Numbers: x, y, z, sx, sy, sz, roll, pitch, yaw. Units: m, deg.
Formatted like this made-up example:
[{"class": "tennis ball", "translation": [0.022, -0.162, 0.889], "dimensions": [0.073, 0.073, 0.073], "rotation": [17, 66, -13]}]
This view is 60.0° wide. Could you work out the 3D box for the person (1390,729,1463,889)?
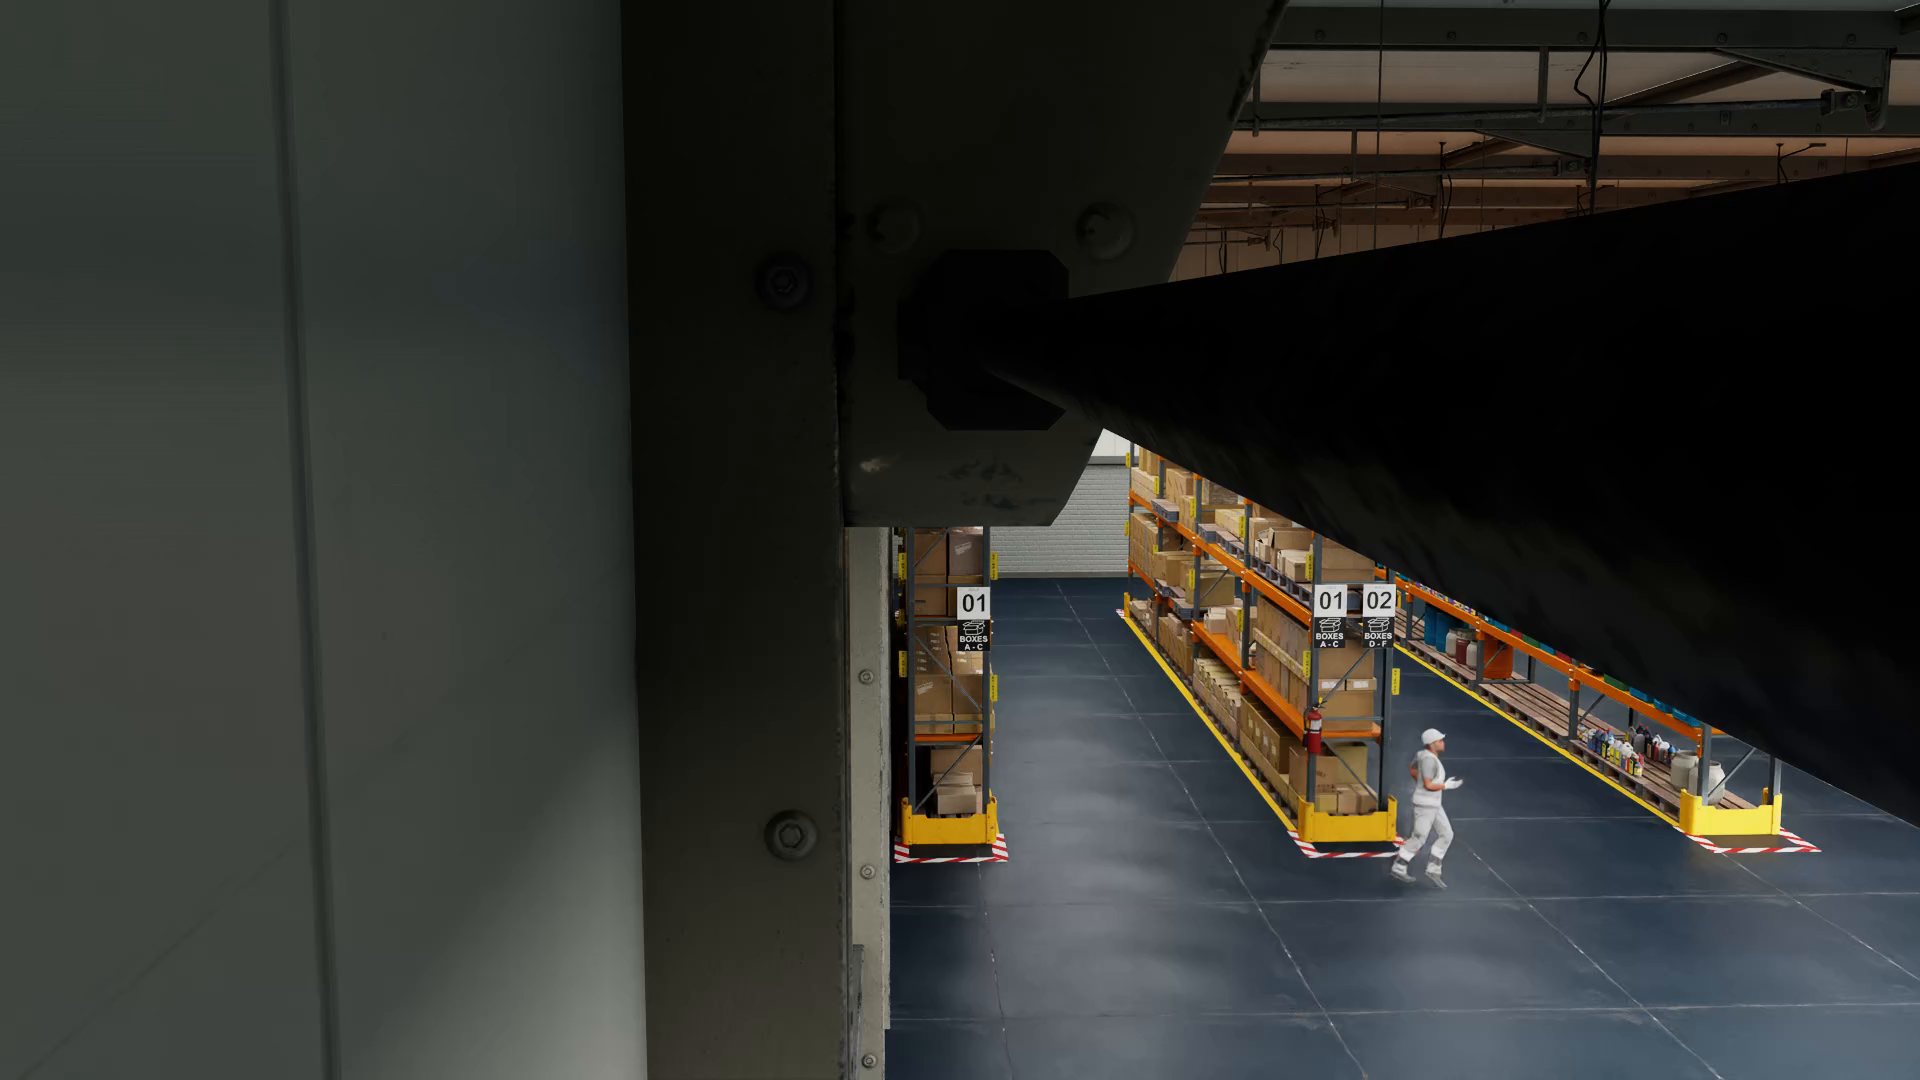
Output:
[{"class": "person", "translation": [5.315, 3.047, 18.884], "dimensions": [0.750, 1.832, 0.654], "rotation": [3, 8, 22]}]
